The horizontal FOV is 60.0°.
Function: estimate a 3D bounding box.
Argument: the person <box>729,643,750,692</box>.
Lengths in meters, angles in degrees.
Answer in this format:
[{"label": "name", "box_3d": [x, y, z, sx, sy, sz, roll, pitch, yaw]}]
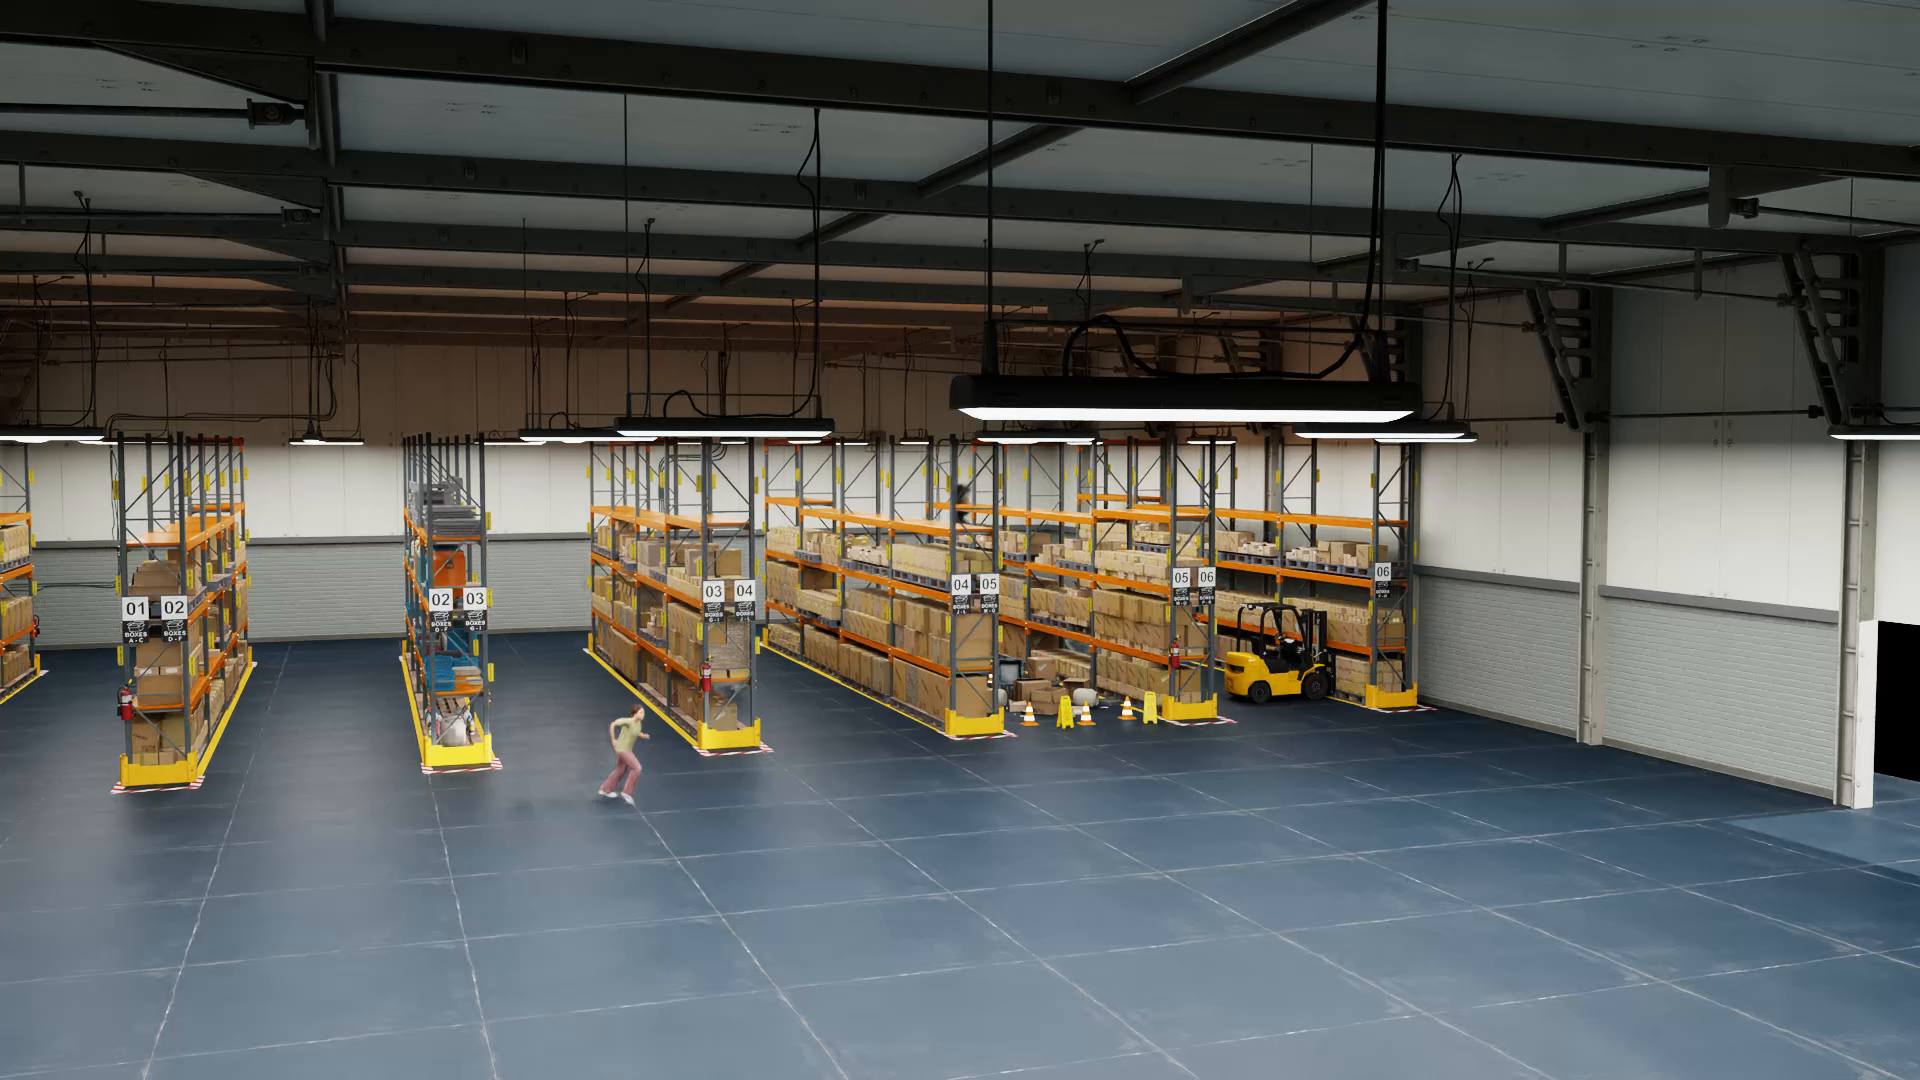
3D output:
[{"label": "person", "box_3d": [-5.172, 2.753, 39.116, 0.850, 1.727, 0.675, 1, 3, 22]}]

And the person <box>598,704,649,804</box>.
[{"label": "person", "box_3d": [-5.436, 3.462, 26.855, 0.879, 1.647, 0.606, 1, 3, 14]}]

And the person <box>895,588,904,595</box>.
[{"label": "person", "box_3d": [-1.918, 2.006, 52.200, 0.787, 1.702, 0.533, -3, 4, -42]}]

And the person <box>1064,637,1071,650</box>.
[{"label": "person", "box_3d": [2.906, 2.370, 45.398, 0.621, 1.702, 0.899, -1, 3, -16]}]
